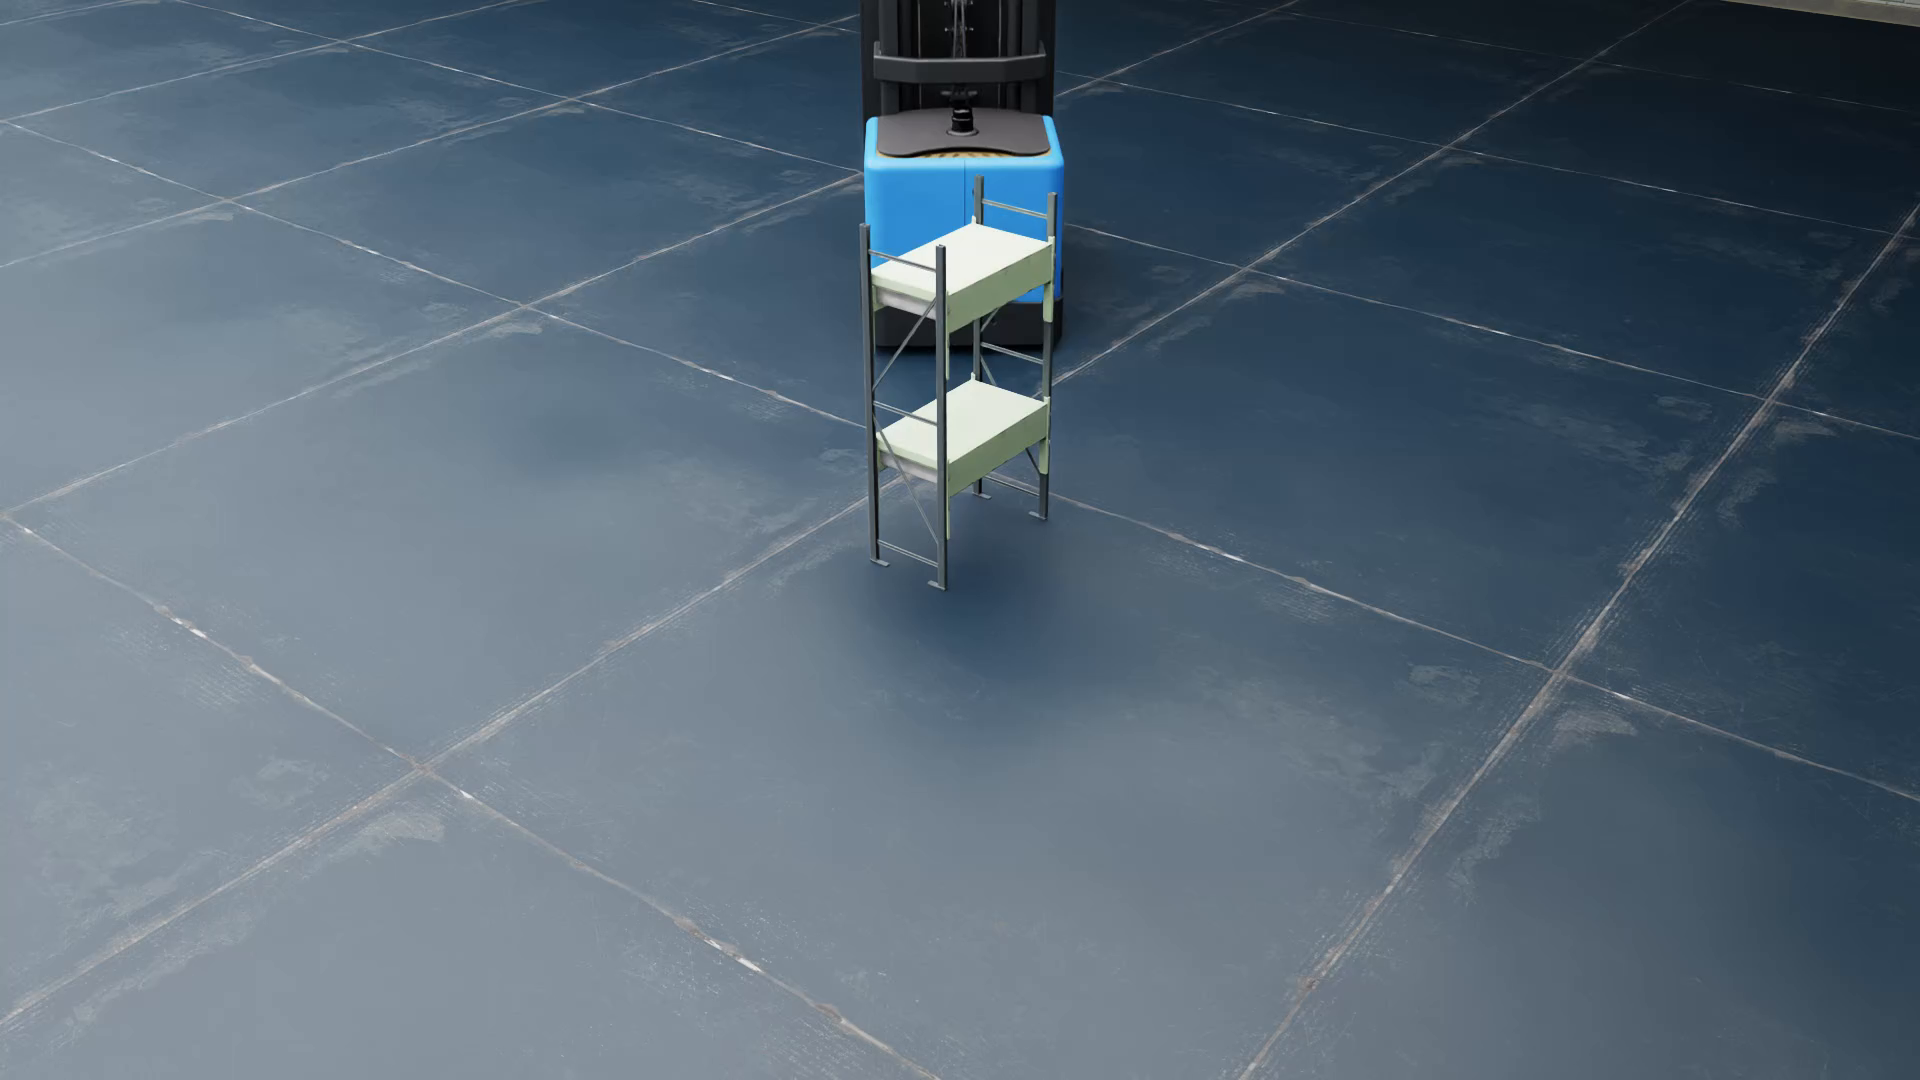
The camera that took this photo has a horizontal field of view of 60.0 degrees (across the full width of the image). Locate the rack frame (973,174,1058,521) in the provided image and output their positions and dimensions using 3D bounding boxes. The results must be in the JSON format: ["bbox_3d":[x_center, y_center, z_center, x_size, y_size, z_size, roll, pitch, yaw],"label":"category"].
[{"bbox_3d":[0.225,-0.797,7.123,0.400,1.500,0.023,21,37,31],"label":"rack frame"}]

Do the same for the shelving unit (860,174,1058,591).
[{"bbox_3d":[0.004,-0.648,6.872,0.431,1.500,0.755,21,37,31],"label":"shelving unit"}]

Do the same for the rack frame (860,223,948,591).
[{"bbox_3d":[-0.217,-0.499,6.621,0.400,1.500,0.023,21,37,31],"label":"rack frame"}]

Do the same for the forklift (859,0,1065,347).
[{"bbox_3d":[-0.022,-3.006,9.447,1.130,2.935,3.031,-1,31,-2],"label":"forklift"}]

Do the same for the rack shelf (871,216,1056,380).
[{"bbox_3d":[0.004,-0.984,6.673,0.431,0.370,0.720,21,37,31],"label":"rack shelf"}]

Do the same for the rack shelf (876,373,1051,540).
[{"bbox_3d":[0.004,-0.367,7.038,0.431,0.370,0.720,21,37,31],"label":"rack shelf"}]
